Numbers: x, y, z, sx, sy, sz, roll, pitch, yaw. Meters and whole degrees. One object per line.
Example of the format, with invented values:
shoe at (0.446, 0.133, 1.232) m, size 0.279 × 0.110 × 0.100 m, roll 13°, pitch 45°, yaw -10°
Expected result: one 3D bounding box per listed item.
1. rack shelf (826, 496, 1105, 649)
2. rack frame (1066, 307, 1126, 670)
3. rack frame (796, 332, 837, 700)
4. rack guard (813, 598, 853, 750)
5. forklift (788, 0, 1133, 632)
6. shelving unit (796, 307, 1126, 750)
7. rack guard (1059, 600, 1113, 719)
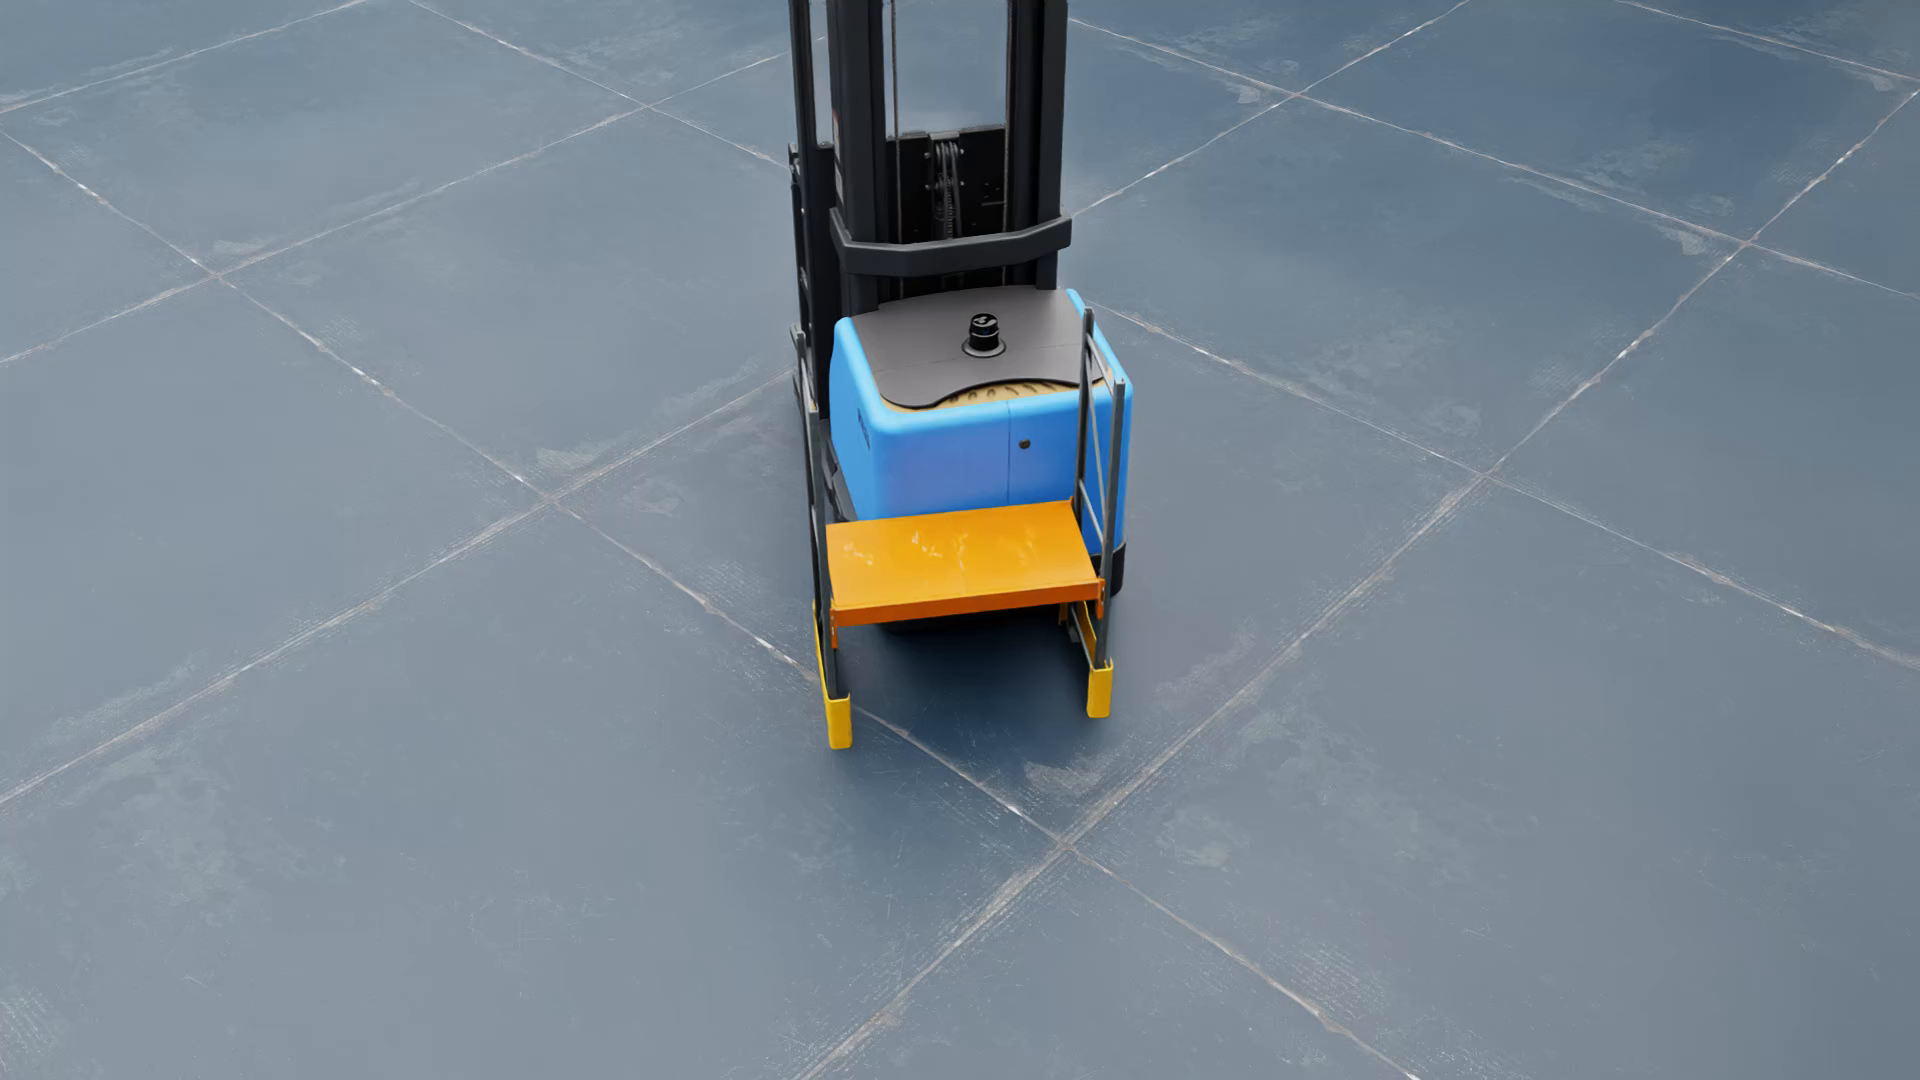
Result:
rack shelf at (-0.010, 0.111, 6.195) m, size 1.000 × 0.185 × 0.538 m, roll -6°, pitch 39°, yaw -7°
rack frame at (0.492, -0.082, 6.148) m, size 0.032 × 1.500 × 0.500 m, roll -6°, pitch 39°, yaw -7°
rack frame at (-0.511, 0.022, 6.017) m, size 0.032 × 1.500 × 0.500 m, roll -6°, pitch 39°, yaw -7°
rack guard at (-0.492, 0.509, 6.409) m, size 0.087 × 0.250 × 0.587 m, roll -6°, pitch 39°, yaw -7°
forklift at (-0.178, -1.700, 7.033) m, size 1.130 × 2.935 × 3.031 m, roll -9°, pitch 39°, yaw -11°
shelving unit at (-0.001, -0.031, 6.084) m, size 1.083 × 1.500 × 0.587 m, roll -6°, pitch 39°, yaw -7°
rack guard at (0.490, 0.407, 6.537) m, size 0.087 × 0.250 × 0.587 m, roll -6°, pitch 39°, yaw -7°
